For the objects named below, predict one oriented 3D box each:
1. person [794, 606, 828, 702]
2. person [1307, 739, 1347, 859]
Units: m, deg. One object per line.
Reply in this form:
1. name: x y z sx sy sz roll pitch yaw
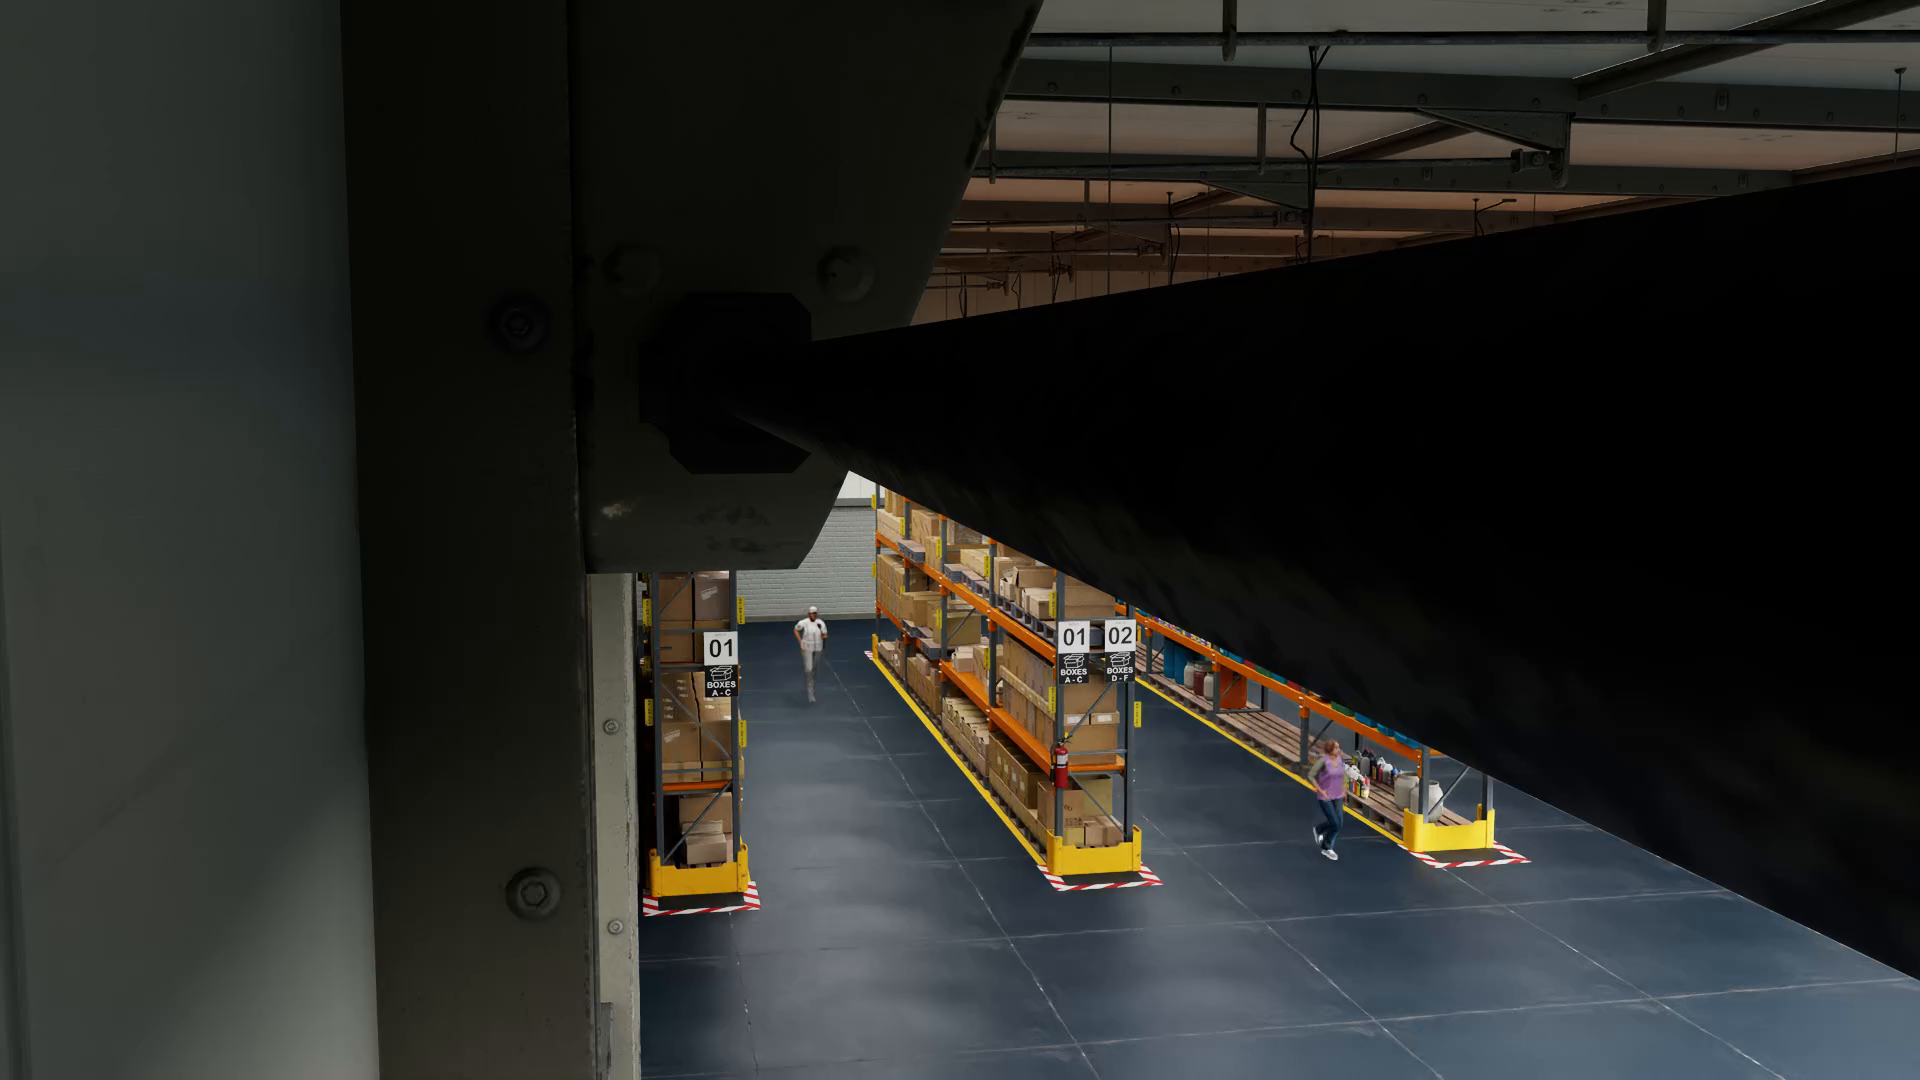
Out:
1. person: -2.749 2.091 30.974 0.593 1.737 0.791 -2 6 -22
2. person: 4.803 3.354 21.590 0.570 1.567 0.492 -3 7 -26
